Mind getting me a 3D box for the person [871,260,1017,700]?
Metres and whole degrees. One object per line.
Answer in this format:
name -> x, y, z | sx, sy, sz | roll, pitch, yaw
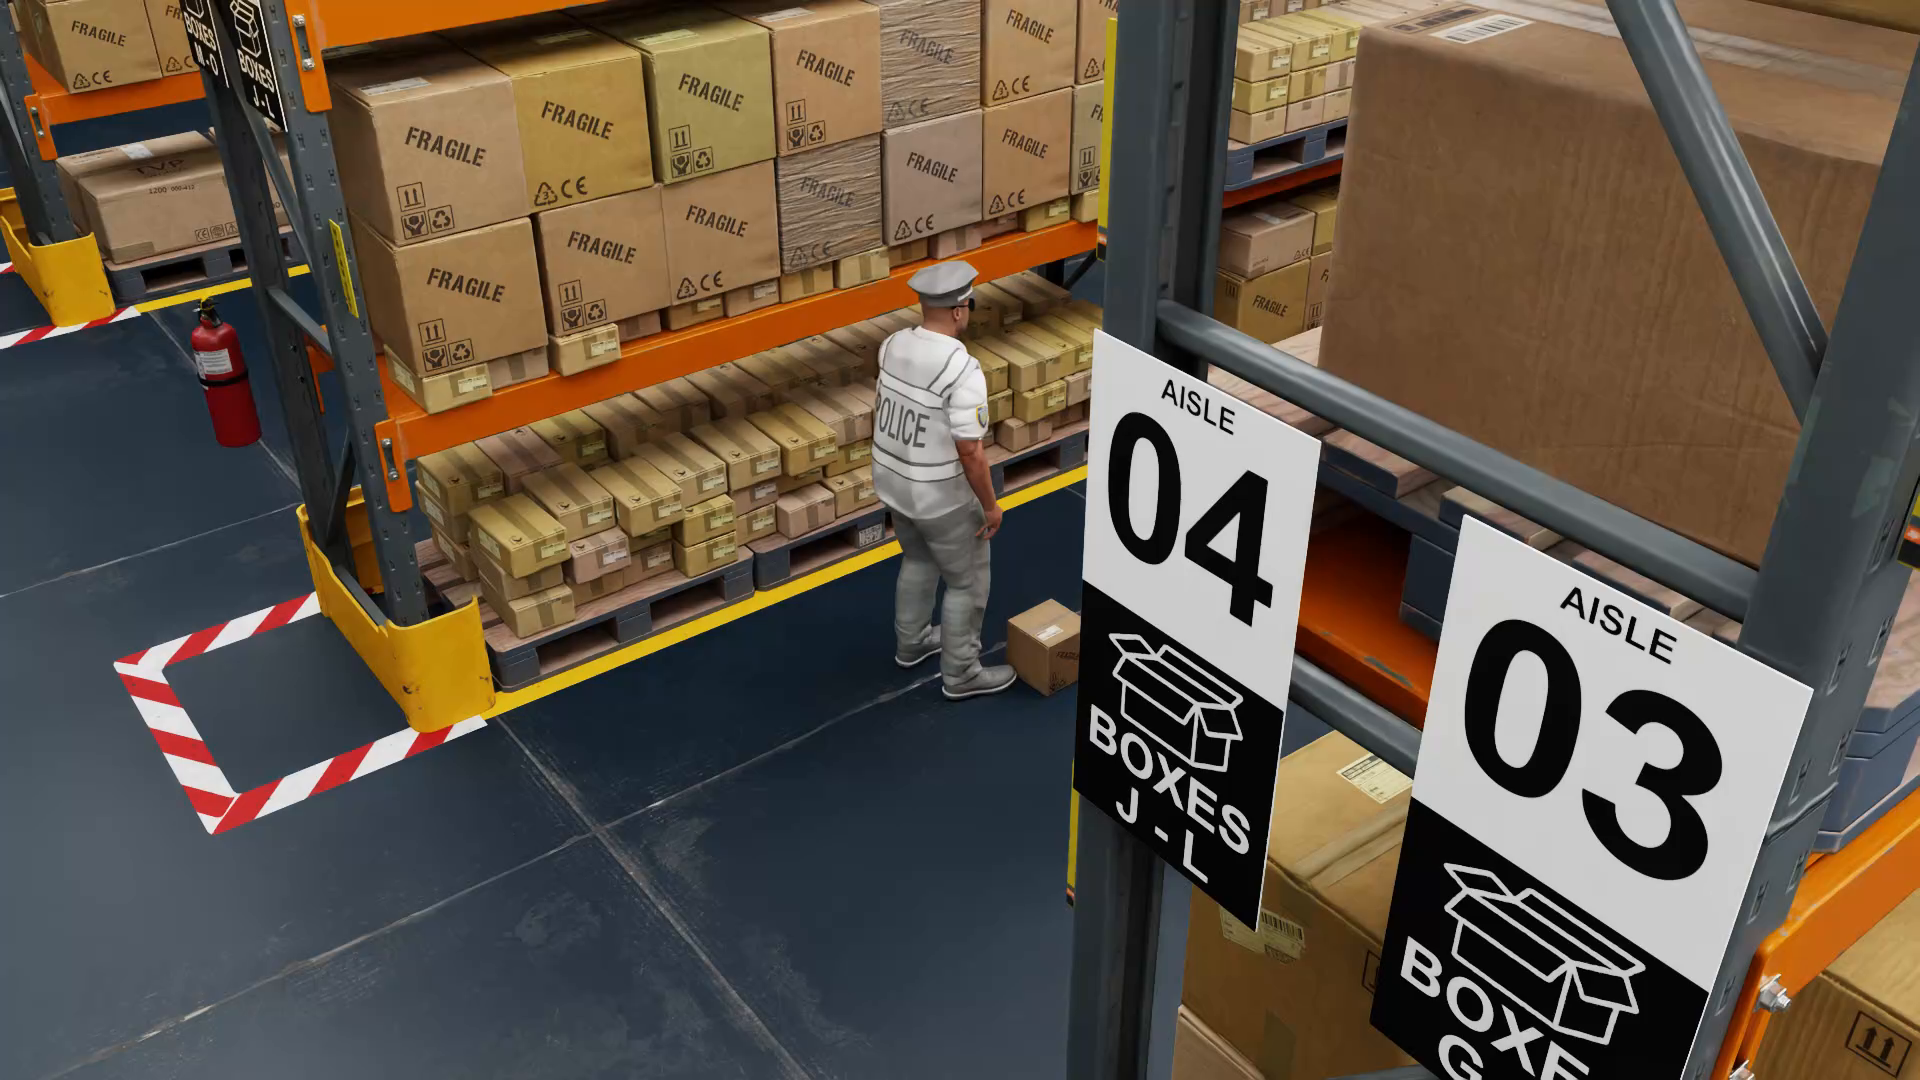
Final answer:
person -> -0.098, -0.205, 6.455 | 0.429, 1.750, 0.605 | -25, 40, -34
